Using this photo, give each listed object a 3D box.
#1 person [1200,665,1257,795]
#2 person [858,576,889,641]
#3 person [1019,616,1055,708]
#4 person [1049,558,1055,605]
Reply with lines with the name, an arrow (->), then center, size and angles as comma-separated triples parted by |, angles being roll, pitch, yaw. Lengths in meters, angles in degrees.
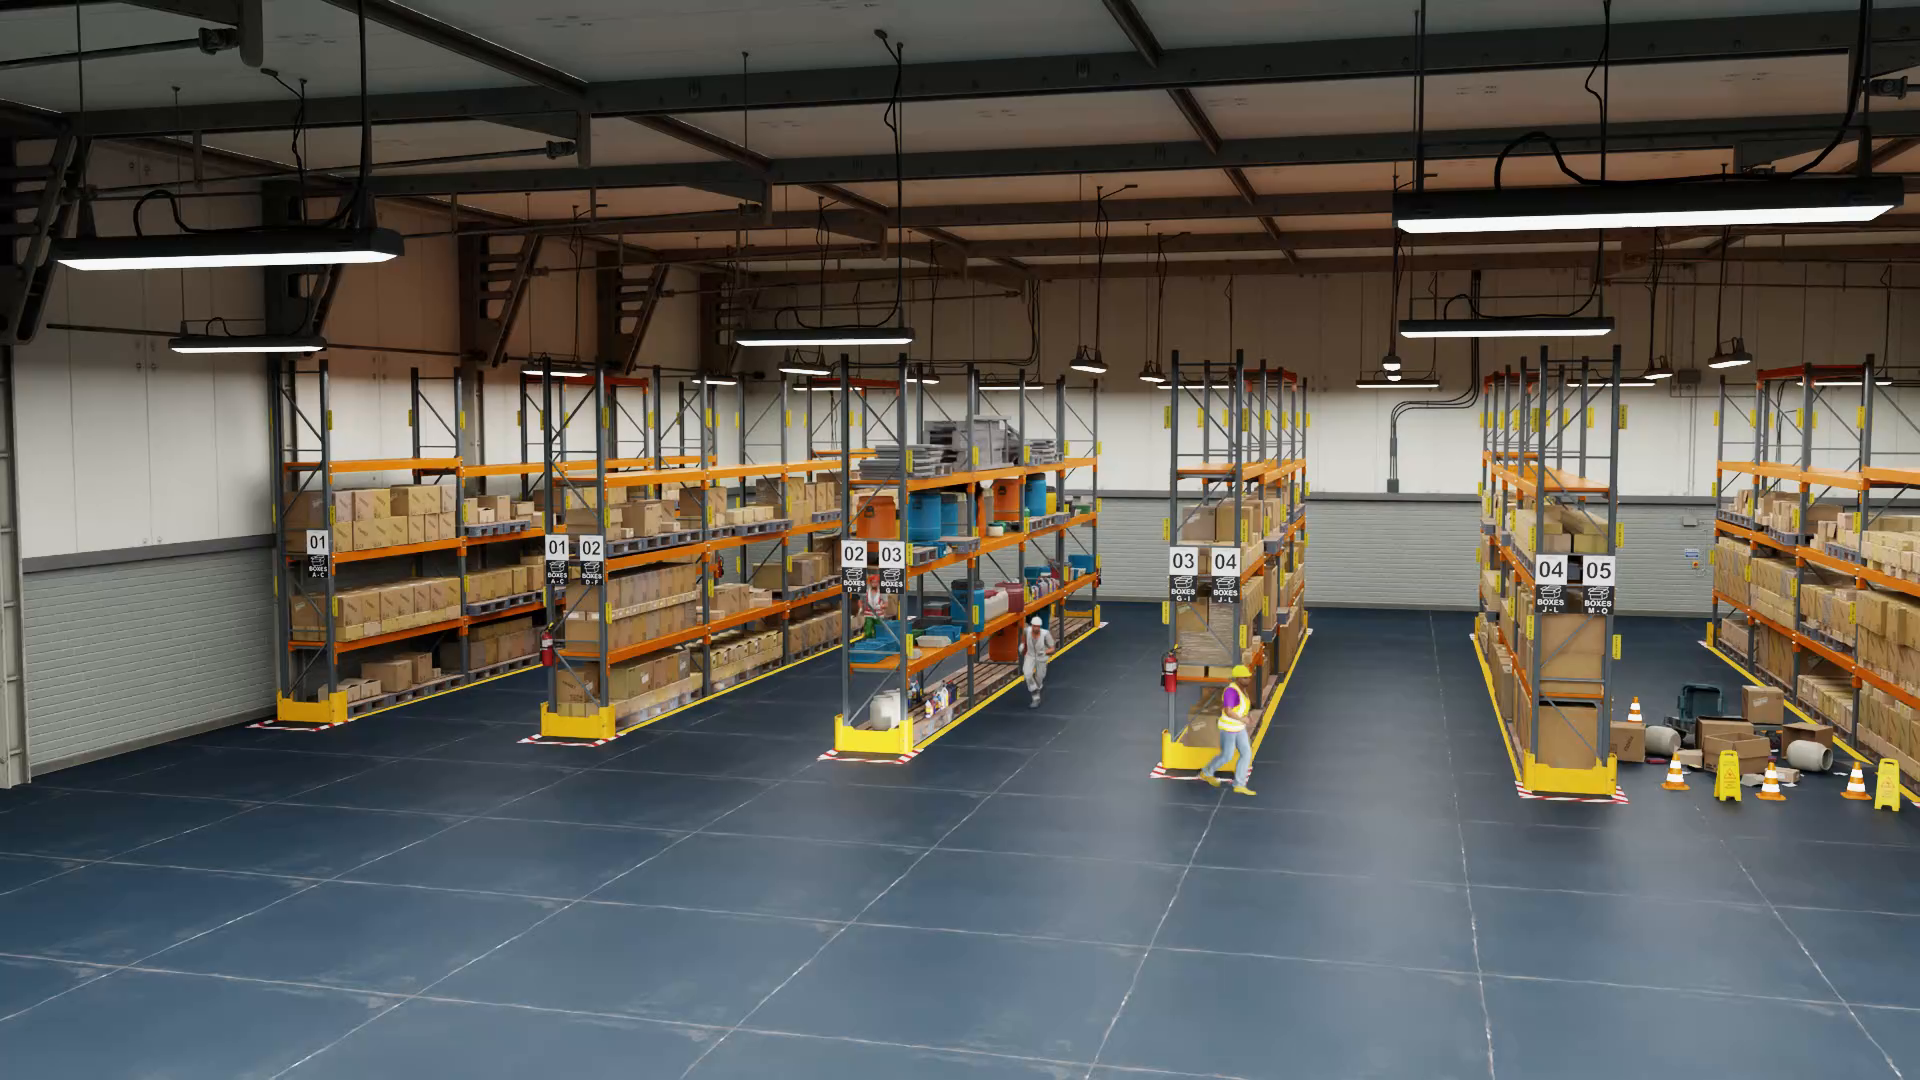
person -> 3.571, 2.527, 22.263 | 0.849, 1.737, 0.661 | 3, 5, 36
person -> -1.801, 1.628, 34.498 | 0.647, 1.783, 0.700 | 0, 4, -1
person -> 1.342, 2.085, 29.022 | 0.684, 1.591, 1.124 | 1, 4, 10
person -> 2.295, 1.206, 41.585 | 0.929, 1.543, 0.547 | 2, 5, 31
